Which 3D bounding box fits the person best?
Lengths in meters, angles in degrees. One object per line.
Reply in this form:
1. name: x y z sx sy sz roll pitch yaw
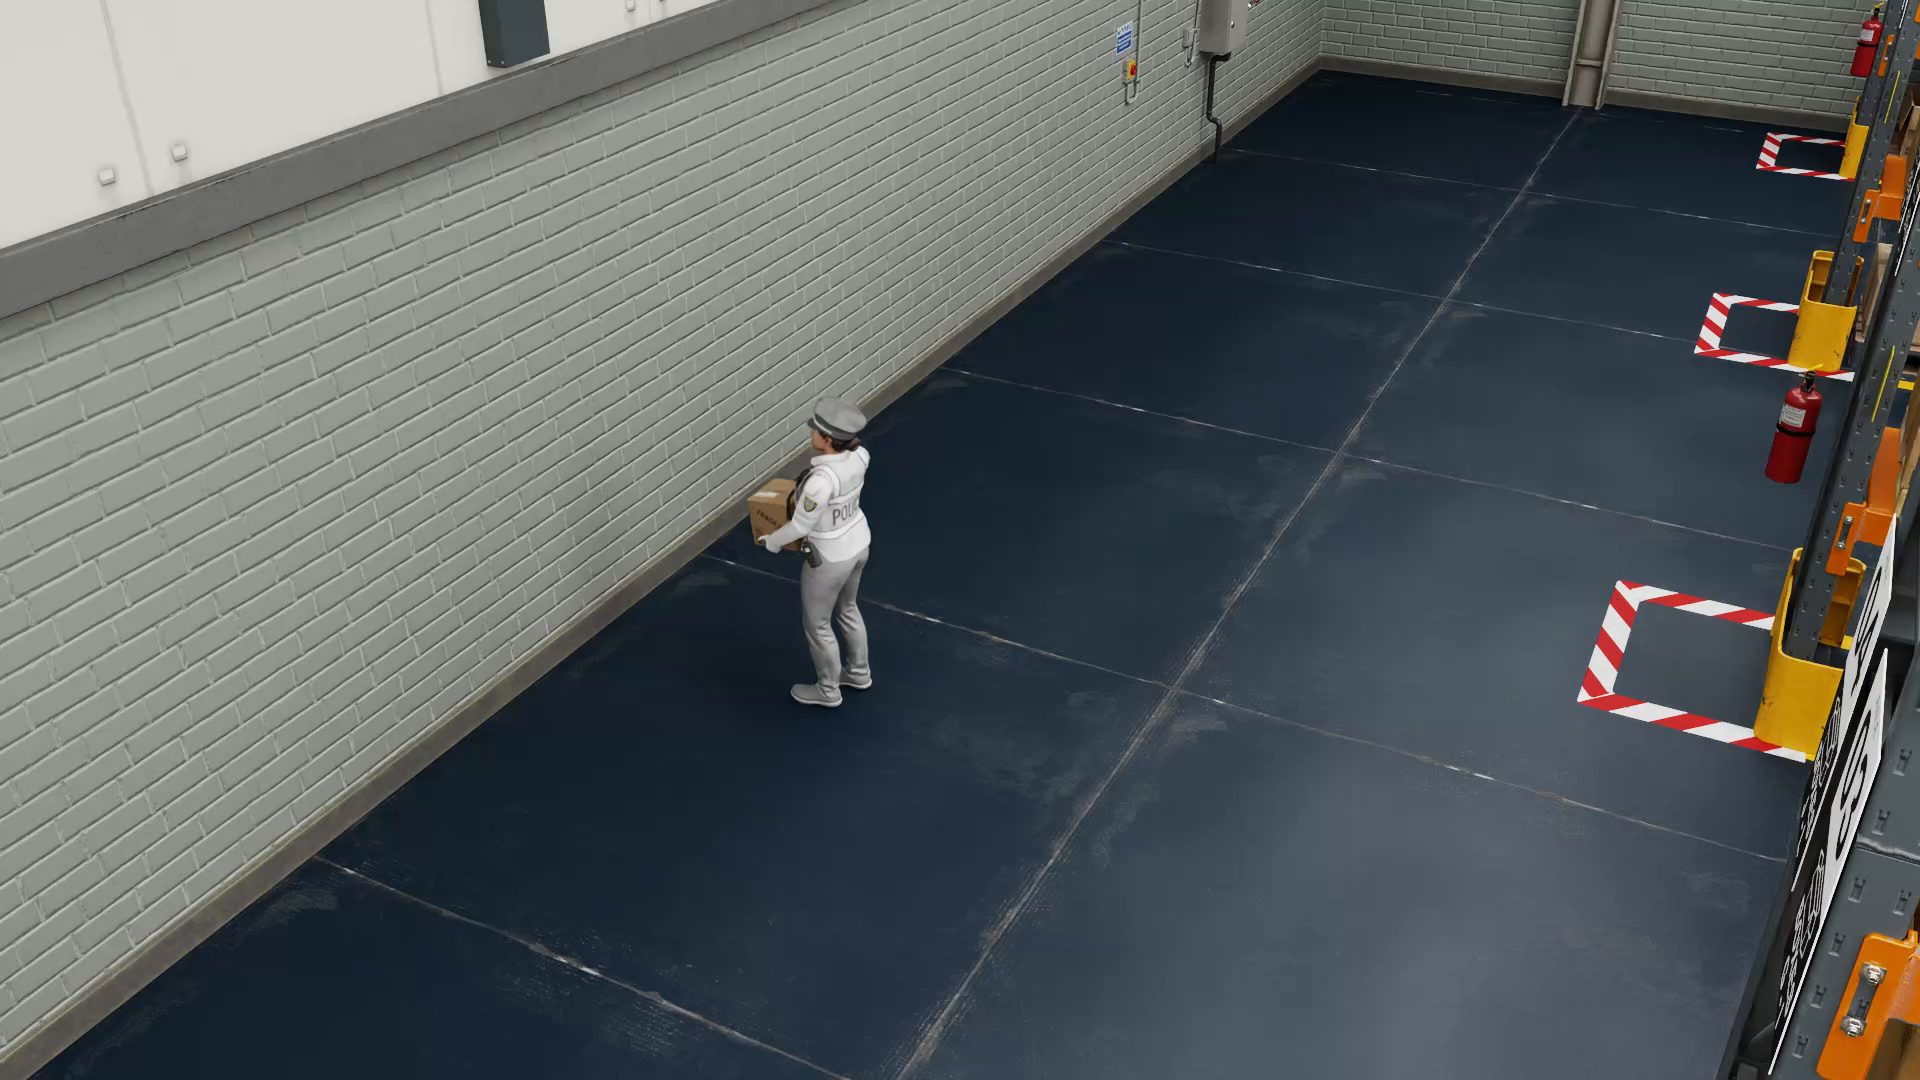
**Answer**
1. person: -0.690 0.057 8.178 0.539 1.678 0.457 15 33 24
